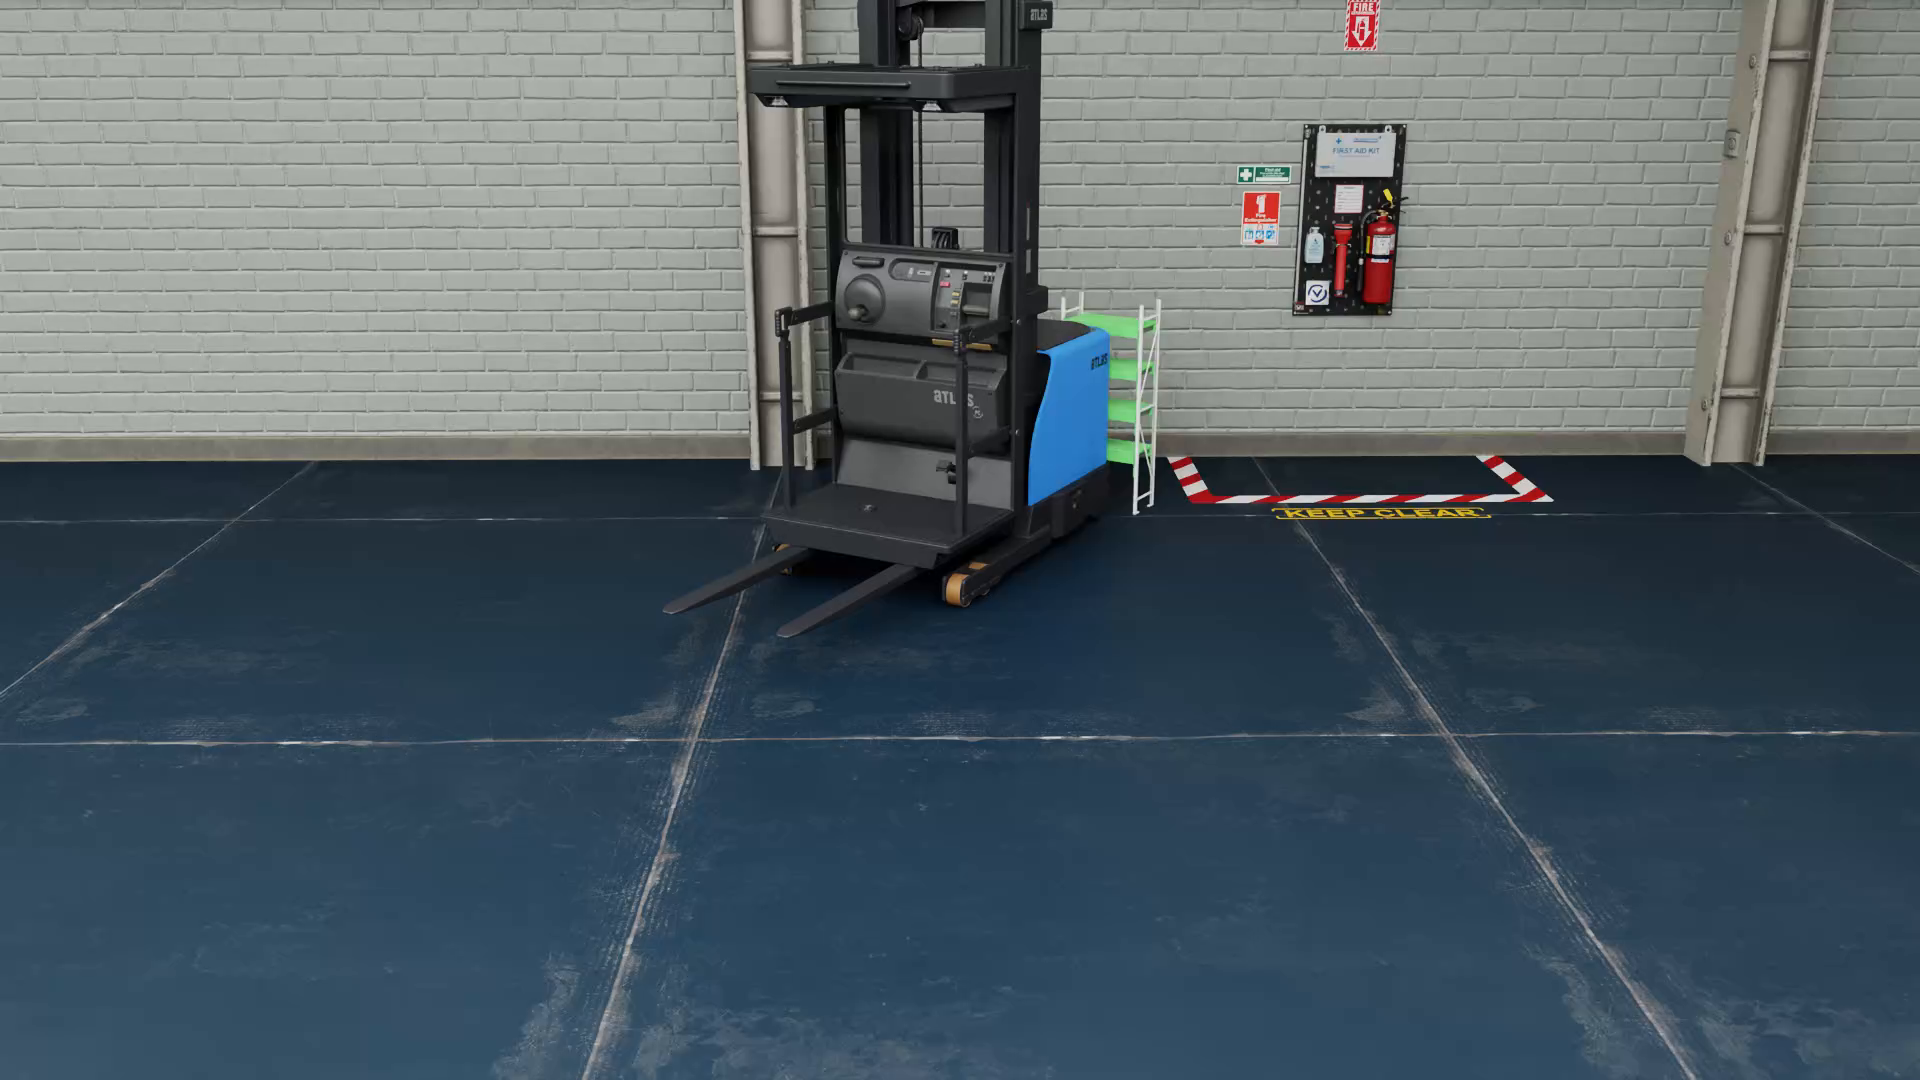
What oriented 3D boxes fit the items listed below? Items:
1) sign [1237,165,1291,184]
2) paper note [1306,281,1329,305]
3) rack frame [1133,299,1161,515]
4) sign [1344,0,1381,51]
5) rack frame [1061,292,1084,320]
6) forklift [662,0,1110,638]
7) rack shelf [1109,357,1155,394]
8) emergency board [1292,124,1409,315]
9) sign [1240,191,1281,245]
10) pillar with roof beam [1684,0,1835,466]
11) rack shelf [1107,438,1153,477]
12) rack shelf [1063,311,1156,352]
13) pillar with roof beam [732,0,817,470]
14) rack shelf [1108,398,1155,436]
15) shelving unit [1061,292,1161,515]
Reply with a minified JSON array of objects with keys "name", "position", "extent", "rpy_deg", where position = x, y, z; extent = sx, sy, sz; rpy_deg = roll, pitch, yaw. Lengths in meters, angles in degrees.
[{"name":"sign","position":[1.863,-2.239,10.192],"extent":[0.331,0.109,0.001],"rpy_deg":[0,18,-1]},{"name":"paper note","position":[2.235,-1.545,10.395],"extent":[0.142,0.148,0.016],"rpy_deg":[0,18,-1]},{"name":"rack frame","position":[1.057,-0.746,9.410],"extent":[0.015,1.200,0.240],"rpy_deg":[11,21,30]},{"name":"sign","position":[2.404,-3.078,9.938],"extent":[0.199,0.298,0.001],"rpy_deg":[0,18,-1]},{"name":"rack frame","position":[0.642,-0.825,9.654],"extent":[0.015,1.200,0.240],"rpy_deg":[11,21,30]},{"name":"forklift","position":[-0.301,-1.227,8.073],"extent":[1.130,2.935,3.031],"rpy_deg":[9,20,27]},{"name":"rack shelf","position":[0.850,-0.953,9.478],"extent":[0.480,0.148,0.258],"rpy_deg":[11,21,30]},{"name":"emergency board","position":[2.413,-1.944,10.197],"extent":[0.643,1.169,0.194],"rpy_deg":[0,18,-1]},{"name":"sign","position":[1.859,-1.990,10.281],"extent":[0.234,0.329,0.001],"rpy_deg":[0,18,-1]},{"name":"pillar with roof beam","position":[4.953,-3.486,5.183],"extent":[0.400,9.000,9.100],"rpy_deg":[0,18,-1]},{"name":"rack shelf","position":[0.850,-0.496,9.625],"extent":[0.480,0.148,0.258],"rpy_deg":[11,21,30]},{"name":"rack shelf","position":[0.850,-1.182,9.405],"extent":[0.480,0.148,0.258],"rpy_deg":[11,21,30]},{"name":"pillar with roof beam","position":[-1.047,-3.457,5.093],"extent":[0.400,9.000,9.100],"rpy_deg":[0,18,-1]},{"name":"rack shelf","position":[0.850,-0.725,9.551],"extent":[0.480,0.148,0.258],"rpy_deg":[11,21,30]},{"name":"shelving unit","position":[0.850,-0.785,9.532],"extent":[0.503,1.200,0.258],"rpy_deg":[11,21,30]}]
